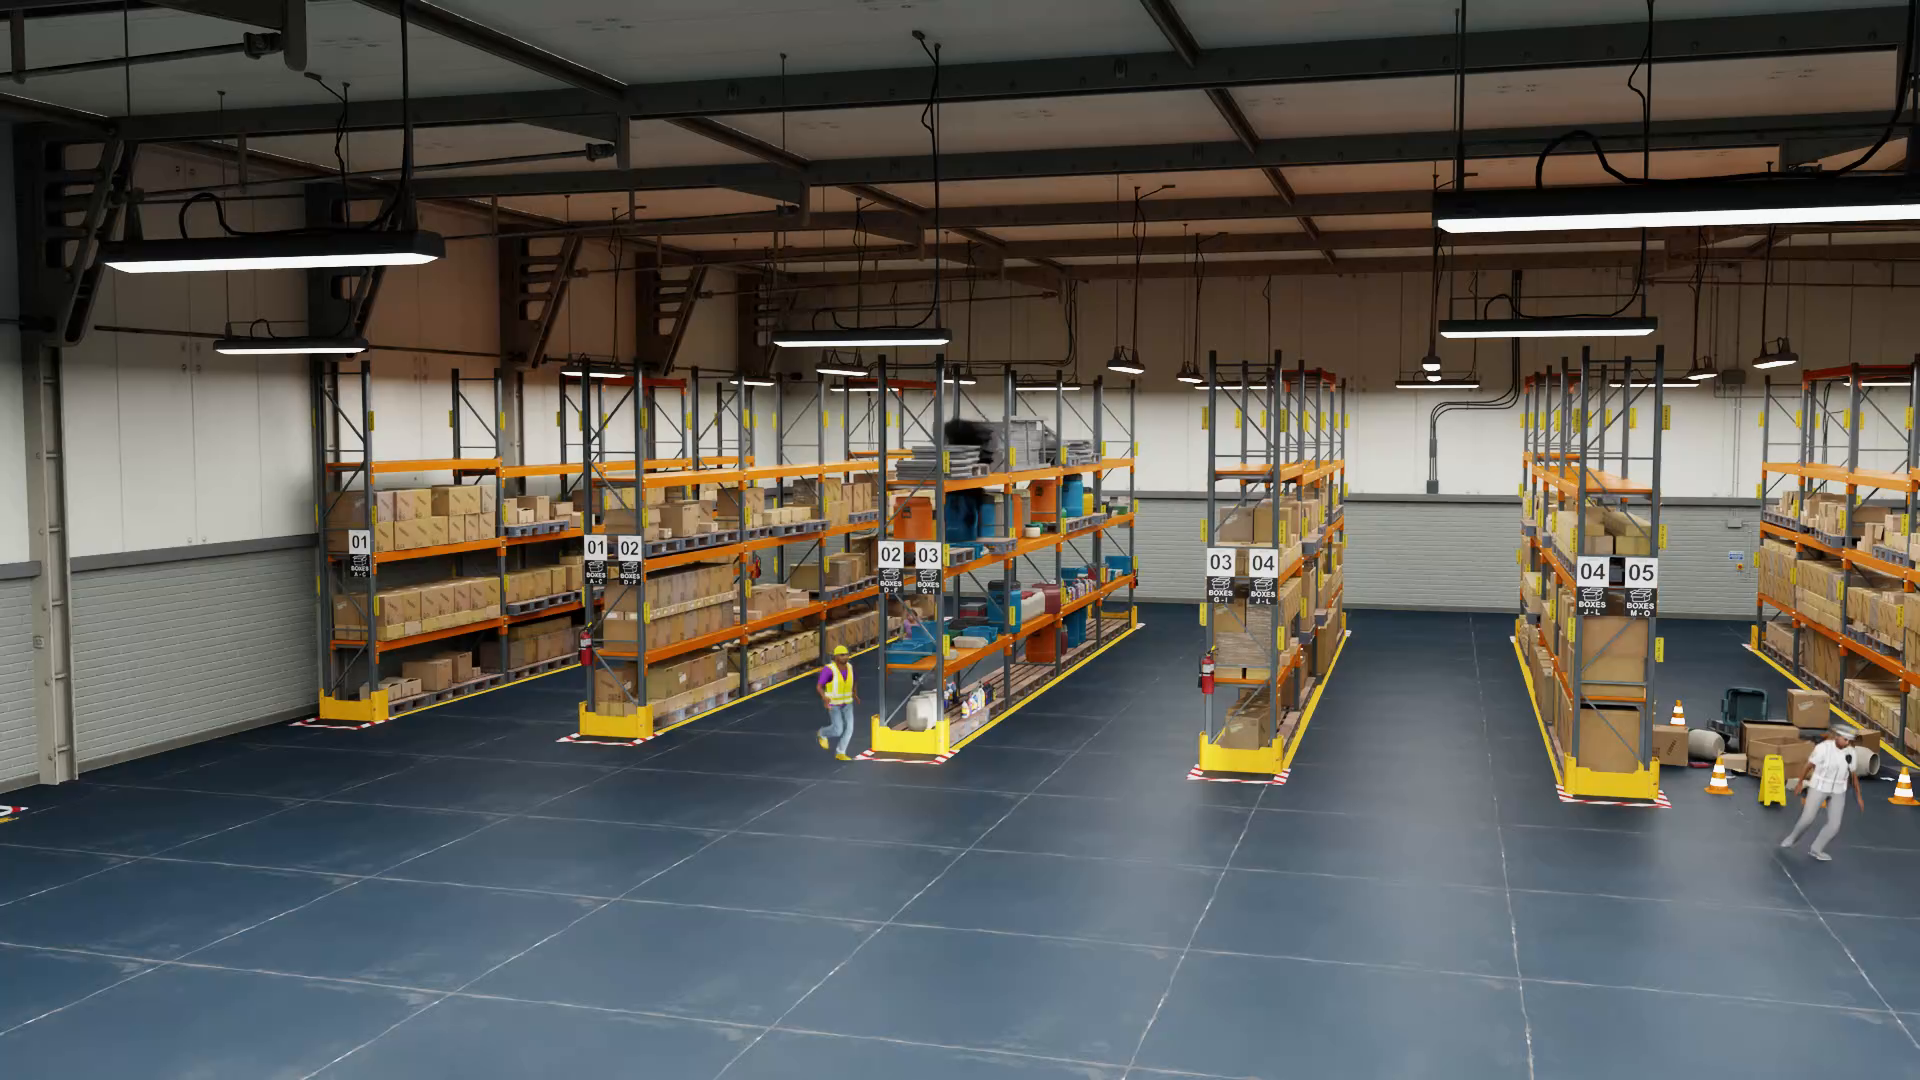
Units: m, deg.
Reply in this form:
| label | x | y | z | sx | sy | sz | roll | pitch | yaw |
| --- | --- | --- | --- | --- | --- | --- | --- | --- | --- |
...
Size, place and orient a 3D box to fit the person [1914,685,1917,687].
| label | x | y | z | sx | sy | sz | roll | pitch | yaw |
| --- | --- | --- | --- | --- | --- | --- | --- | --- | --- |
| person | 17.970 | 1.927 | 30.878 | 0.687 | 1.752 | 0.994 | 1 | 4 | 13 |

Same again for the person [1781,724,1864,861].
| label | x | y | z | sx | sy | sz | roll | pitch | yaw |
| --- | --- | --- | --- | --- | --- | --- | --- | --- | --- |
| person | 9.833 | 2.854 | 18.936 | 0.737 | 1.583 | 0.638 | 0 | 4 | 5 |

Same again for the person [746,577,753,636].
| label | x | y | z | sx | sy | sz | roll | pitch | yaw |
| --- | --- | --- | --- | --- | --- | --- | --- | --- | --- |
| person | -4.607 | 1.607 | 36.399 | 0.595 | 1.625 | 0.616 | 0 | 4 | 3 |

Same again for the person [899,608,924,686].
| label | x | y | z | sx | sy | sz | roll | pitch | yaw |
| --- | --- | --- | --- | --- | --- | --- | --- | --- | --- |
| person | -0.860 | 2.015 | 31.254 | 0.538 | 1.495 | 0.837 | 1 | 4 | 7 |

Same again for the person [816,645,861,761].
| label | x | y | z | sx | sy | sz | roll | pitch | yaw |
| --- | --- | --- | --- | --- | --- | --- | --- | --- | --- |
| person | -1.826 | 2.394 | 24.609 | 0.686 | 1.708 | 0.647 | -3 | 5 | -35 |
